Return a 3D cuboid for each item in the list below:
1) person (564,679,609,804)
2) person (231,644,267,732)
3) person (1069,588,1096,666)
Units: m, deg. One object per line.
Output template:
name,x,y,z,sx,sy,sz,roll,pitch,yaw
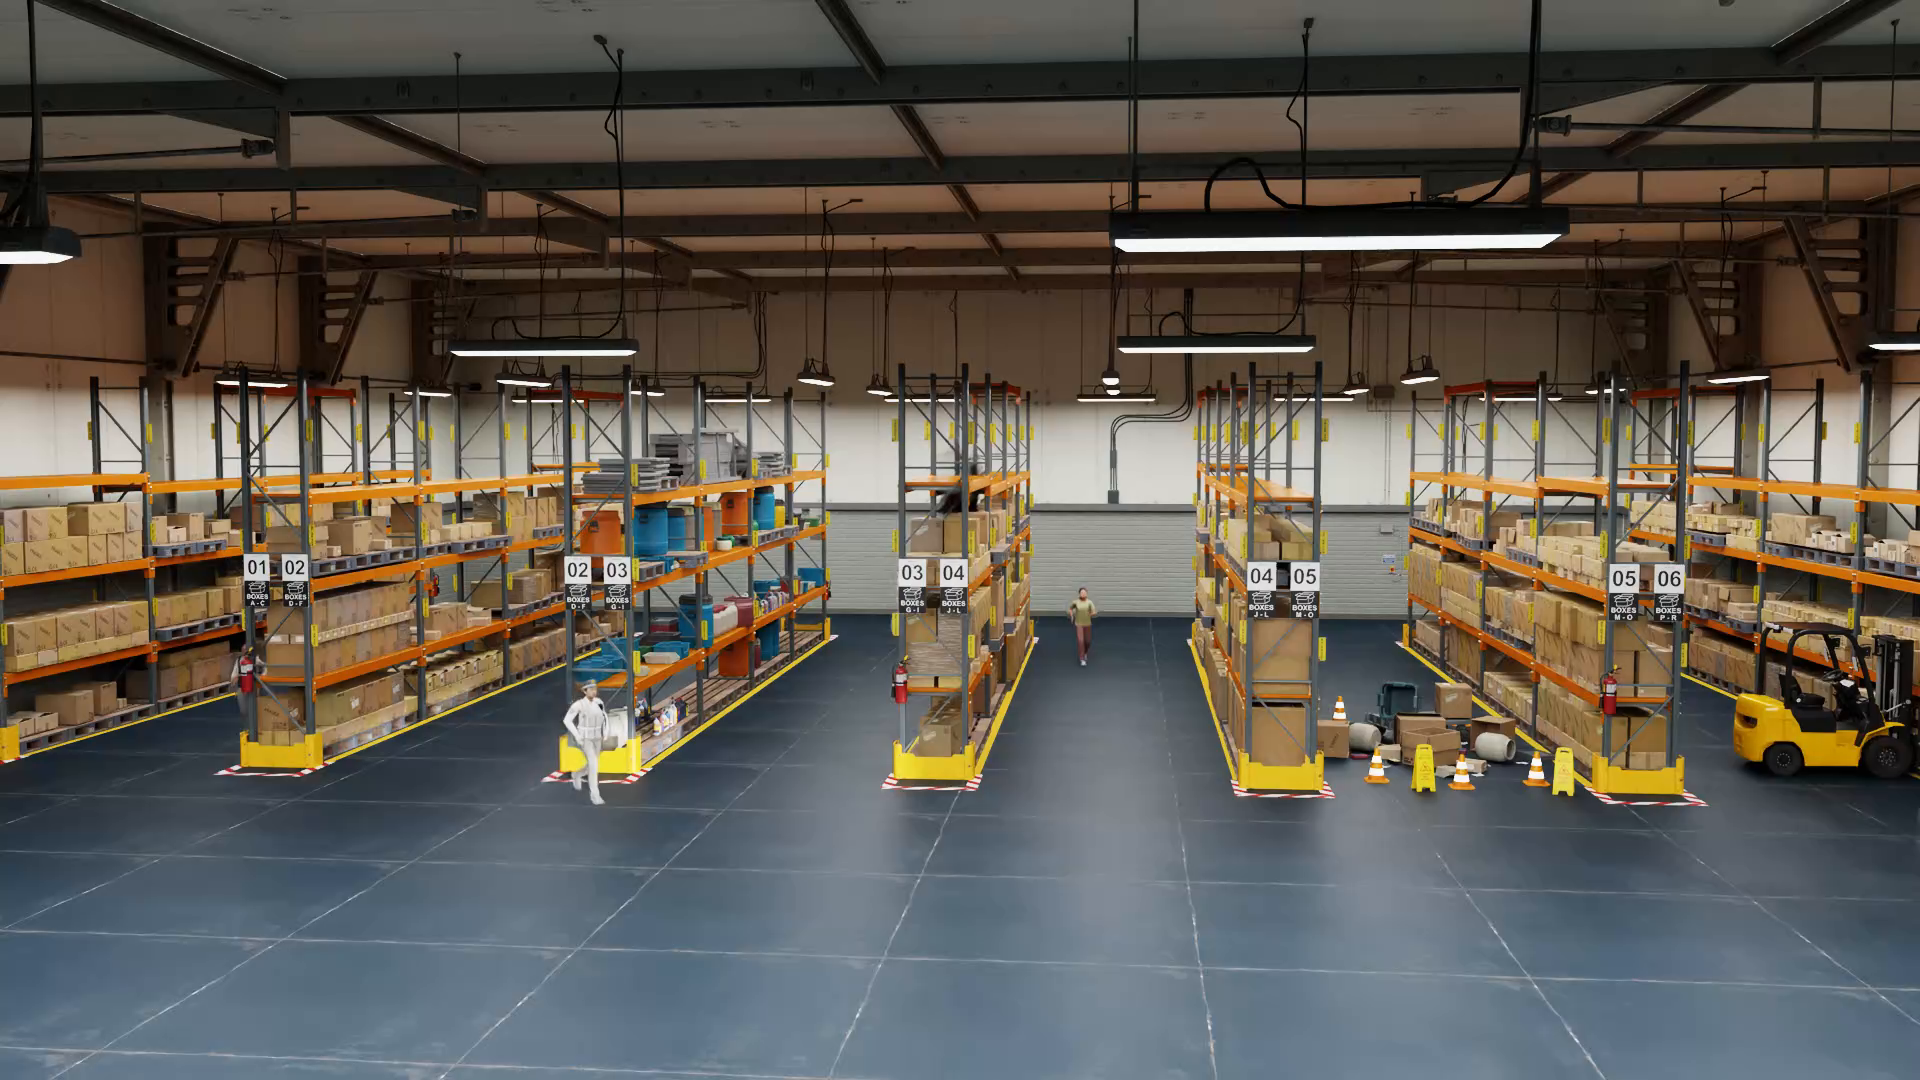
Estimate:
person,-5.095,2.726,22.720,0.789,1.696,0.644,3,5,40
person,-11.611,2.477,27.159,0.538,1.596,0.812,0,4,-7
person,2.660,1.850,35.987,0.584,1.645,0.939,0,4,-3
